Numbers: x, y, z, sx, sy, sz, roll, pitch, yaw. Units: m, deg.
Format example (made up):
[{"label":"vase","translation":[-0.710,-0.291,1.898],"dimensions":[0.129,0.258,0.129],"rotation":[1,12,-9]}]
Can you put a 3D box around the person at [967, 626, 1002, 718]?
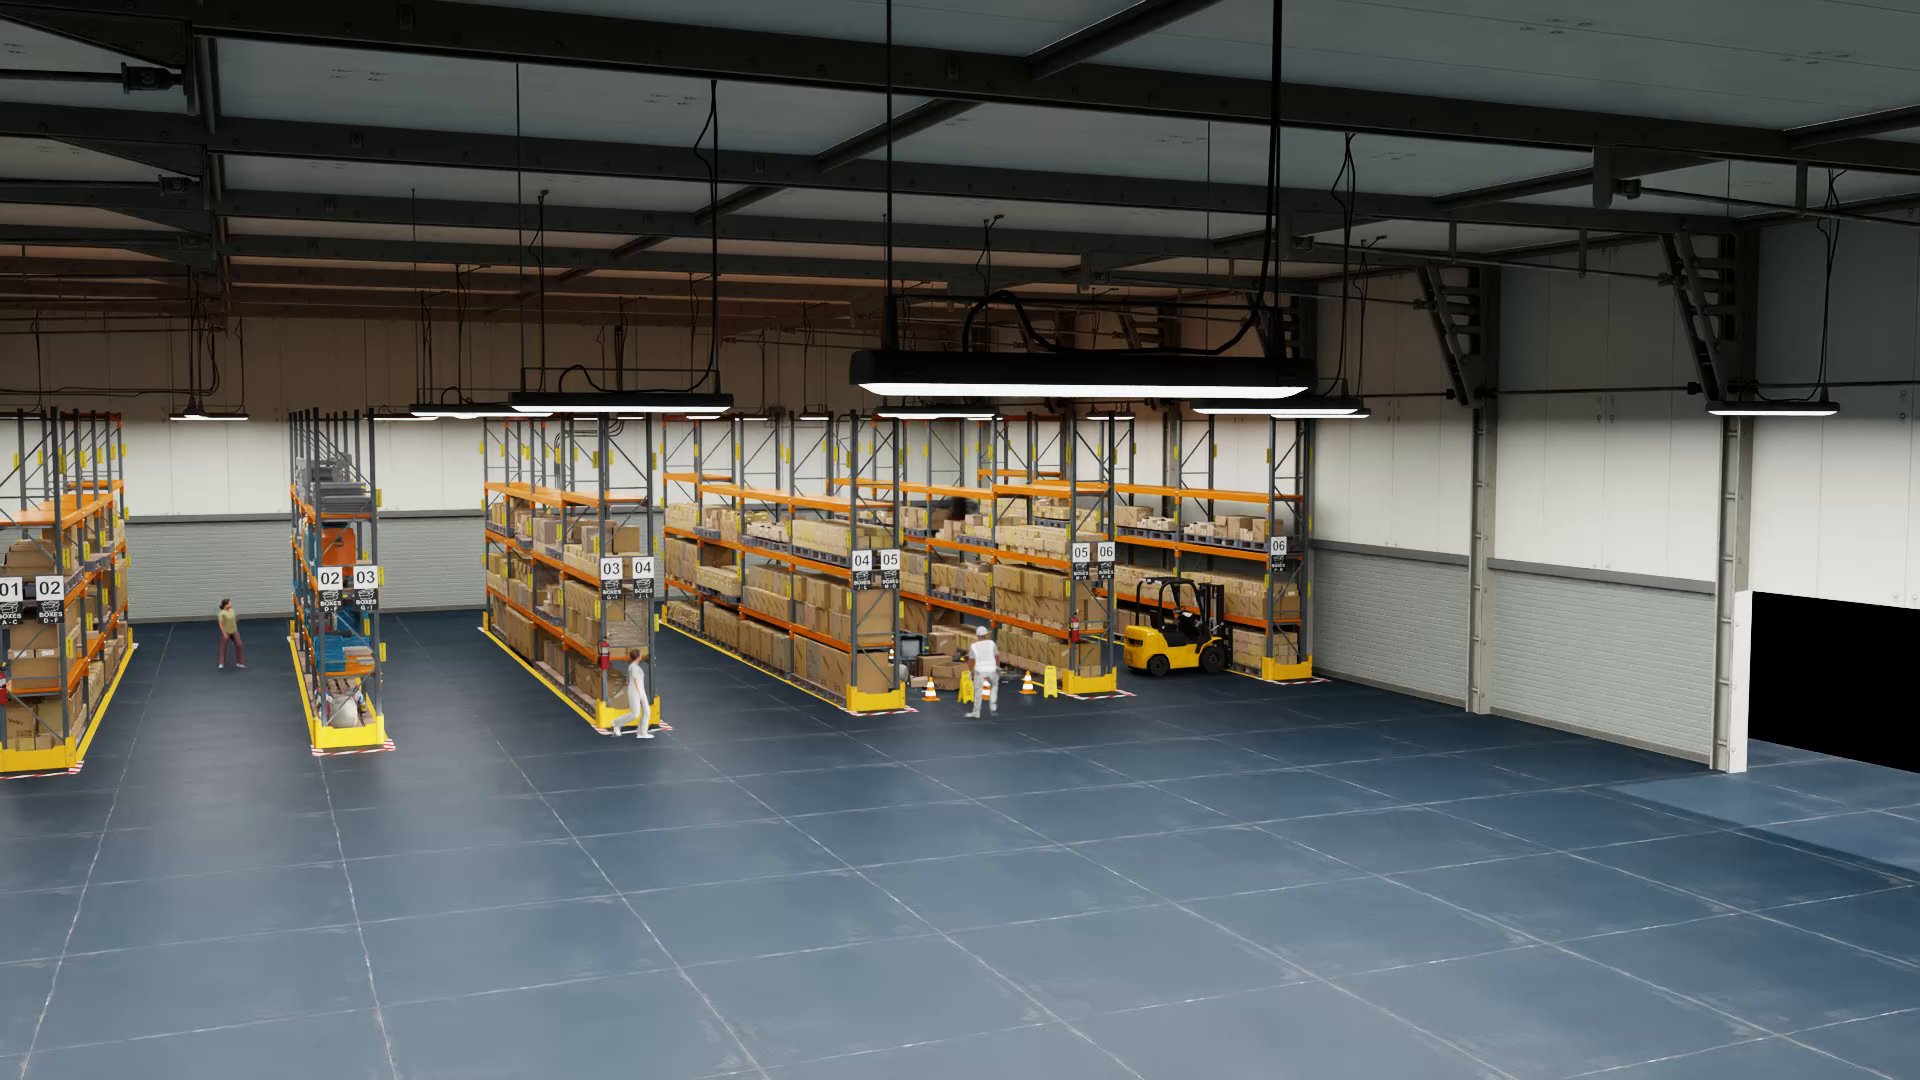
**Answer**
[{"label":"person","translation":[0.490,2.560,32.297],"dimensions":[0.662,1.781,0.429],"rotation":[-1,4,-10]}]

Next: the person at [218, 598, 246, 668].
[{"label":"person","translation":[-17.110,2.208,38.970],"dimensions":[0.549,1.720,0.580],"rotation":[3,5,40]}]

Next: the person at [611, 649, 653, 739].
[{"label":"person","translation":[-5.929,2.785,30.108],"dimensions":[0.712,1.636,0.406],"rotation":[1,4,18]}]
